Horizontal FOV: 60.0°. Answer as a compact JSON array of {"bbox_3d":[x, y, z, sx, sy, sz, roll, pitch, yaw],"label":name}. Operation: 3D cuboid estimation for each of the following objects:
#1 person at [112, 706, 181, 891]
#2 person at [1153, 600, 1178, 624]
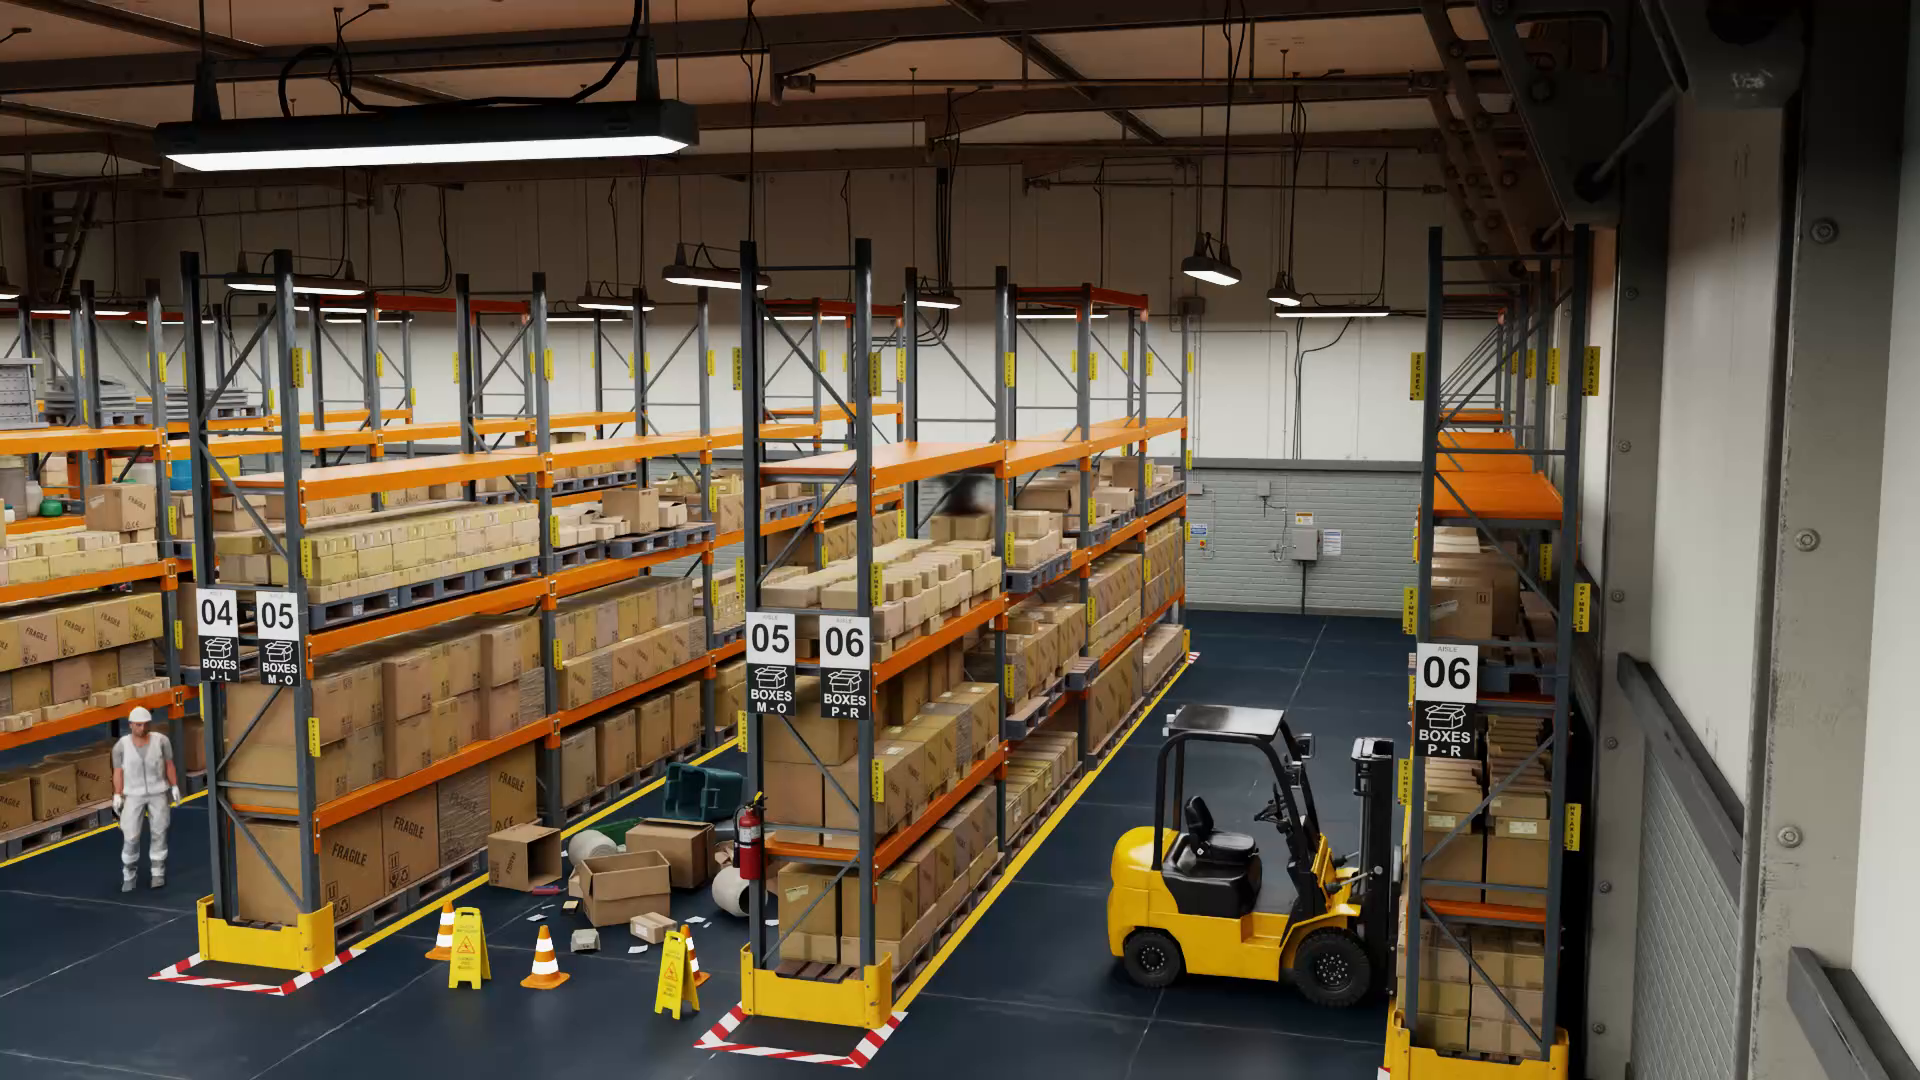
[{"bbox_3d":[-7.897,2.514,16.156,0.595,1.833,0.383,-4,7,-31],"label":"person"},{"bbox_3d":[3.695,1.029,29.656,0.474,1.650,0.844,-2,7,-17],"label":"person"}]
